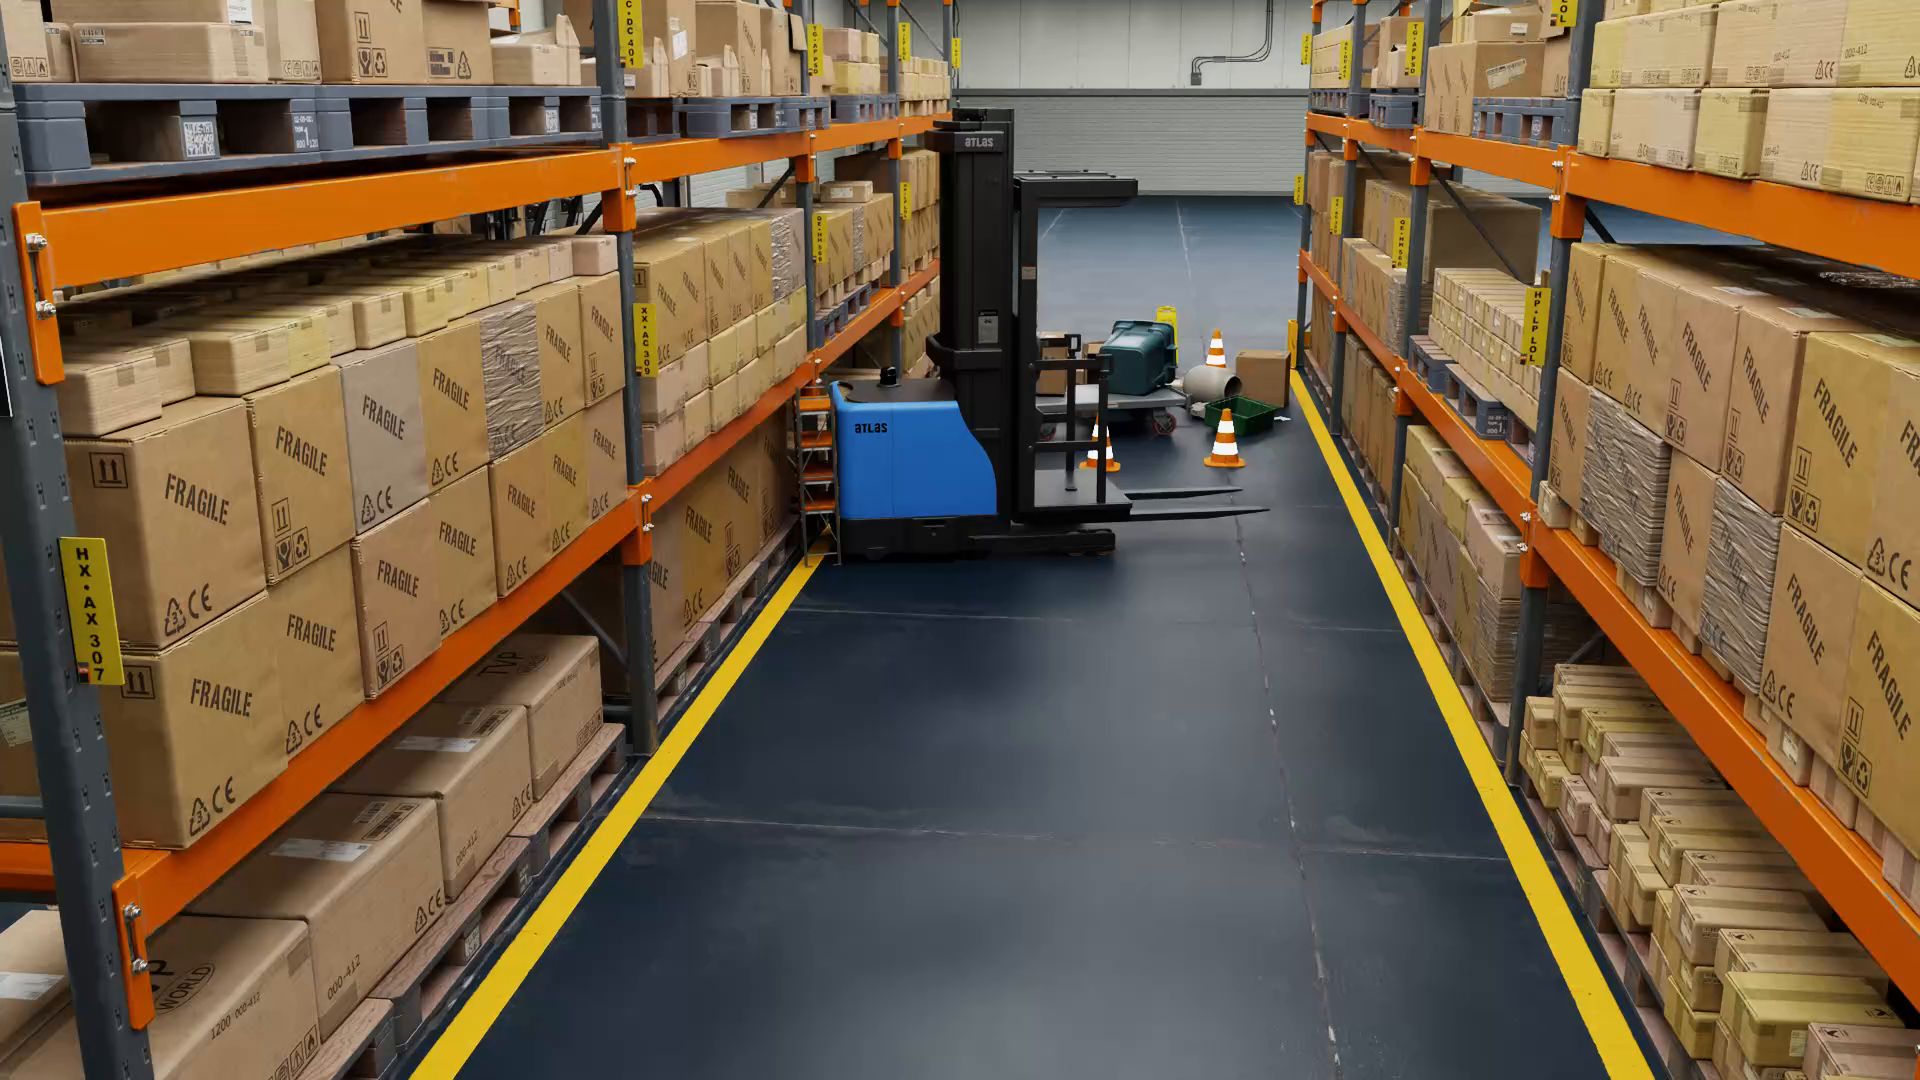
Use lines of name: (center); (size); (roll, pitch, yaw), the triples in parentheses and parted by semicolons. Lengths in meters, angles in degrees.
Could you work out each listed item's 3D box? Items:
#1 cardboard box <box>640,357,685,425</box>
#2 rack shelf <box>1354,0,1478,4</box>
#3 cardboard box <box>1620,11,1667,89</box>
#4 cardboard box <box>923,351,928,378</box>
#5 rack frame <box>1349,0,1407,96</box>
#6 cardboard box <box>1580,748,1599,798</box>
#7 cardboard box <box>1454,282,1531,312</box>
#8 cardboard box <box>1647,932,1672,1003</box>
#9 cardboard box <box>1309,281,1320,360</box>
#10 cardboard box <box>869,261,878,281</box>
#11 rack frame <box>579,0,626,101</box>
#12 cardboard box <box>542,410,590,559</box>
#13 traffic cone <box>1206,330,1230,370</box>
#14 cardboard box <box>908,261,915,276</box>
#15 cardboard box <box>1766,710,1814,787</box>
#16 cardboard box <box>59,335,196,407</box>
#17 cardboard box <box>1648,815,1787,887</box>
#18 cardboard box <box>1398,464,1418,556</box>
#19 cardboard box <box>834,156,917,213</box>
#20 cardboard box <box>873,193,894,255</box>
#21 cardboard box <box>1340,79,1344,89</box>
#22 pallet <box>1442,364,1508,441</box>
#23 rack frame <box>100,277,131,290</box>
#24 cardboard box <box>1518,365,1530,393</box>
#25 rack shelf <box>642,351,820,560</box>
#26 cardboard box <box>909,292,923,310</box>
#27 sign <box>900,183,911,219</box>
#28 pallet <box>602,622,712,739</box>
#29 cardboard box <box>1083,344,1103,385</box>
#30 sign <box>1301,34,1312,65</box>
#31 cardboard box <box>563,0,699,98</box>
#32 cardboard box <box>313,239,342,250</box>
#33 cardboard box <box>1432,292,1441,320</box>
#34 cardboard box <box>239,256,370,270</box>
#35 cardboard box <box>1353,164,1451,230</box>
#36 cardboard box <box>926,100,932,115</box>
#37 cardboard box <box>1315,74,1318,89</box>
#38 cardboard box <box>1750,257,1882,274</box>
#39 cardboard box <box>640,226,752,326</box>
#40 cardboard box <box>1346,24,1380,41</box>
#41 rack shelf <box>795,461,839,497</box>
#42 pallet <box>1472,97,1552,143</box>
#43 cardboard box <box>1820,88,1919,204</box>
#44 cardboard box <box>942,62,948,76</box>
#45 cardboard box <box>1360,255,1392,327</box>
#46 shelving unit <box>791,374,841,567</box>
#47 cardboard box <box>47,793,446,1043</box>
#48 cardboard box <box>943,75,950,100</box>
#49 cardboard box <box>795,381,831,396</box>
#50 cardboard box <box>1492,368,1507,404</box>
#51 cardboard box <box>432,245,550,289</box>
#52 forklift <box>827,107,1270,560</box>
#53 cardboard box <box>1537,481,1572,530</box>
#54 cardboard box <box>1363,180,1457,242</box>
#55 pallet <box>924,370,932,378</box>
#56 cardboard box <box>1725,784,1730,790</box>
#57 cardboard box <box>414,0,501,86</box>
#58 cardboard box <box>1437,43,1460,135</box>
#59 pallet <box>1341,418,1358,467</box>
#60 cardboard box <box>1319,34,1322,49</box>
cardboard box: (-1.616, -0.721, 7.910); (0.500, 0.250, 0.500); (1, 15, 5)
rack shelf: (3.661, -4.238, 12.241); (1.077, 0.370, 4.000); (2, 15, 6)
cardboard box: (2.630, -1.696, 5.772); (0.500, 0.250, 0.500); (2, 15, 6)
cardboard box: (-0.602, -1.818, 17.101); (0.500, 0.250, 0.500); (1, 15, 6)
rack frame: (3.886, -5.297, 14.013); (1.000, 3.000, 0.127); (2, 15, 6)
cardboard box: (2.694, 0.921, 6.598); (0.380, 0.149, 0.250); (2, 15, 6)
cardboard box: (3.100, -1.416, 9.691); (0.380, 0.149, 0.250); (1, 15, 4)
cardboard box: (2.461, 1.403, 5.382); (0.380, 0.149, 0.250); (2, 15, 7)
cardboard box: (4.327, -2.438, 18.197); (0.875, 0.875, 0.875); (2, 15, 7)
cardboard box: (-0.893, -2.259, 13.946); (0.380, 0.149, 0.250); (2, 15, 7)
rack frame: (-1.946, -3.342, 6.782); (1.000, 3.000, 0.127); (2, 15, 6)
cardboard box: (-1.797, -0.233, 6.585); (0.500, 0.500, 0.500); (1, 15, 5)
traffic cone: (2.867, -2.118, 18.609); (0.336, 0.463, 0.334); (2, 15, 6)
cardboard box: (-0.650, -2.672, 16.278); (0.380, 0.149, 0.250); (2, 15, 8)
cardboard box: (2.373, 0.544, 4.386); (0.380, 0.149, 0.250); (2, 15, 8)
cardboard box: (-2.123, -0.407, 4.069); (0.380, 0.149, 0.250); (2, 15, 8)
cardboard box: (2.537, 1.048, 5.558); (0.380, 0.149, 0.250); (2, 15, 7)
cardboard box: (3.102, -0.184, 10.580); (0.500, 0.500, 0.500); (1, 15, 4)
cardboard box: (-0.778, -3.303, 15.454); (0.700, 0.500, 0.500); (2, 15, 6)
cardboard box: (-0.867, -2.789, 14.663); (0.500, 0.500, 0.500); (1, 15, 5)
cardboard box: (3.638, -4.148, 14.995); (0.380, 0.149, 0.250); (2, 15, 7)
pallet: (3.252, -0.757, 9.081); (1.003, 0.211, 1.213); (2, 15, 6)
rack frame: (-6.427, -1.629, 11.939); (1.000, 3.000, 0.127); (2, 15, 6)
cardboard box: (2.892, -0.793, 7.955); (0.380, 0.149, 0.250); (2, 15, 9)
rack shelf: (-1.720, -0.617, 9.577); (1.077, 0.370, 4.000); (2, 15, 6)
cardboard box: (-0.579, -2.380, 16.503); (0.380, 0.149, 0.250); (2, 15, 8)
sign: (-0.491, -3.064, 15.030); (0.100, 0.325, 0.005); (2, 15, 6)
pallet: (-1.934, 0.698, 8.677); (1.003, 0.211, 1.213); (2, 15, 6)
cardboard box: (1.628, -1.646, 16.525); (0.797, 0.637, 0.503); (2, 15, 6)
sign: (3.787, -5.365, 18.183); (0.100, 0.325, 0.005); (2, 15, 6)
cardboard box: (-1.558, -2.365, 7.919); (0.500, 0.500, 0.500); (1, 15, 5)
cardboard box: (-5.828, -2.567, 14.737); (0.500, 0.250, 0.500); (1, 15, 5)
cardboard box: (3.181, -1.469, 10.457); (0.380, 0.149, 0.250); (2, 15, 9)
cardboard box: (-2.387, -0.951, 6.081); (0.380, 0.149, 0.250); (1, 15, 5)
cardboard box: (3.962, -3.090, 14.986); (0.875, 0.550, 0.550); (2, 15, 6)
cardboard box: (-0.483, -4.385, 16.865); (0.380, 0.149, 0.250); (2, 15, 6)
cardboard box: (3.924, -4.806, 17.427); (0.380, 0.149, 0.250); (2, 15, 6)
cardboard box: (3.146, -0.737, 5.963); (0.500, 0.500, 0.500); (1, 15, 4)
cardboard box: (-1.470, -1.480, 9.280); (0.500, 0.500, 0.500); (1, 15, 5)
cardboard box: (3.611, -4.468, 14.651); (0.380, 0.149, 0.250); (2, 15, 6)
rack shelf: (-0.956, -0.403, 11.082); (0.258, 0.148, 0.480); (-4, 14, -8)
pallet: (3.273, -2.110, 8.331); (1.213, 0.211, 1.003); (2, 15, 6)
cardboard box: (2.371, -0.923, 3.869); (0.500, 0.250, 0.500); (2, 15, 6)
cardboard box: (-0.337, -5.174, 18.255); (0.380, 0.149, 0.250); (2, 15, 7)
cardboard box: (3.387, -1.929, 12.857); (0.500, 0.500, 0.500); (2, 15, 7)
shelving unit: (-0.958, -0.468, 11.065); (0.258, 1.200, 0.503); (-4, 14, -8)
cardboard box: (-2.327, 1.214, 5.530); (0.875, 0.438, 0.875); (2, 15, 8)
cardboard box: (-0.382, -4.937, 18.144); (0.500, 0.250, 0.500); (2, 15, 6)
cardboard box: (-1.178, -1.132, 14.333); (0.950, 0.372, 0.625); (3, 15, 10)
cardboard box: (2.945, -0.786, 8.499); (0.380, 0.149, 0.250); (1, 15, 4)
cardboard box: (-1.840, -1.071, 6.527); (0.380, 0.149, 0.250); (2, 15, 6)
forklift: (0.616, -1.439, 11.368); (3.031, 2.935, 1.130); (-2, 15, -8)
cardboard box: (2.627, -0.141, 6.919); (0.380, 0.149, 0.250); (2, 15, 8)
cardboard box: (3.836, -2.803, 14.175); (0.700, 0.500, 0.500); (1, 15, 5)
pallet: (-0.868, -1.667, 17.424); (1.003, 0.211, 1.213); (2, 15, 6)
cardboard box: (3.107, 0.997, 6.315); (0.380, 0.149, 0.250); (2, 15, 7)
cardboard box: (-2.066, -1.844, 5.795); (0.797, 0.503, 0.637); (3, 15, 11)
cardboard box: (3.057, -2.590, 9.556); (0.500, 0.500, 0.500); (2, 15, 6)
pallet: (3.874, -0.853, 14.412); (1.003, 0.211, 1.213); (2, 15, 6)
cardboard box: (3.897, -5.127, 17.088); (0.380, 0.149, 0.250); (2, 15, 7)
